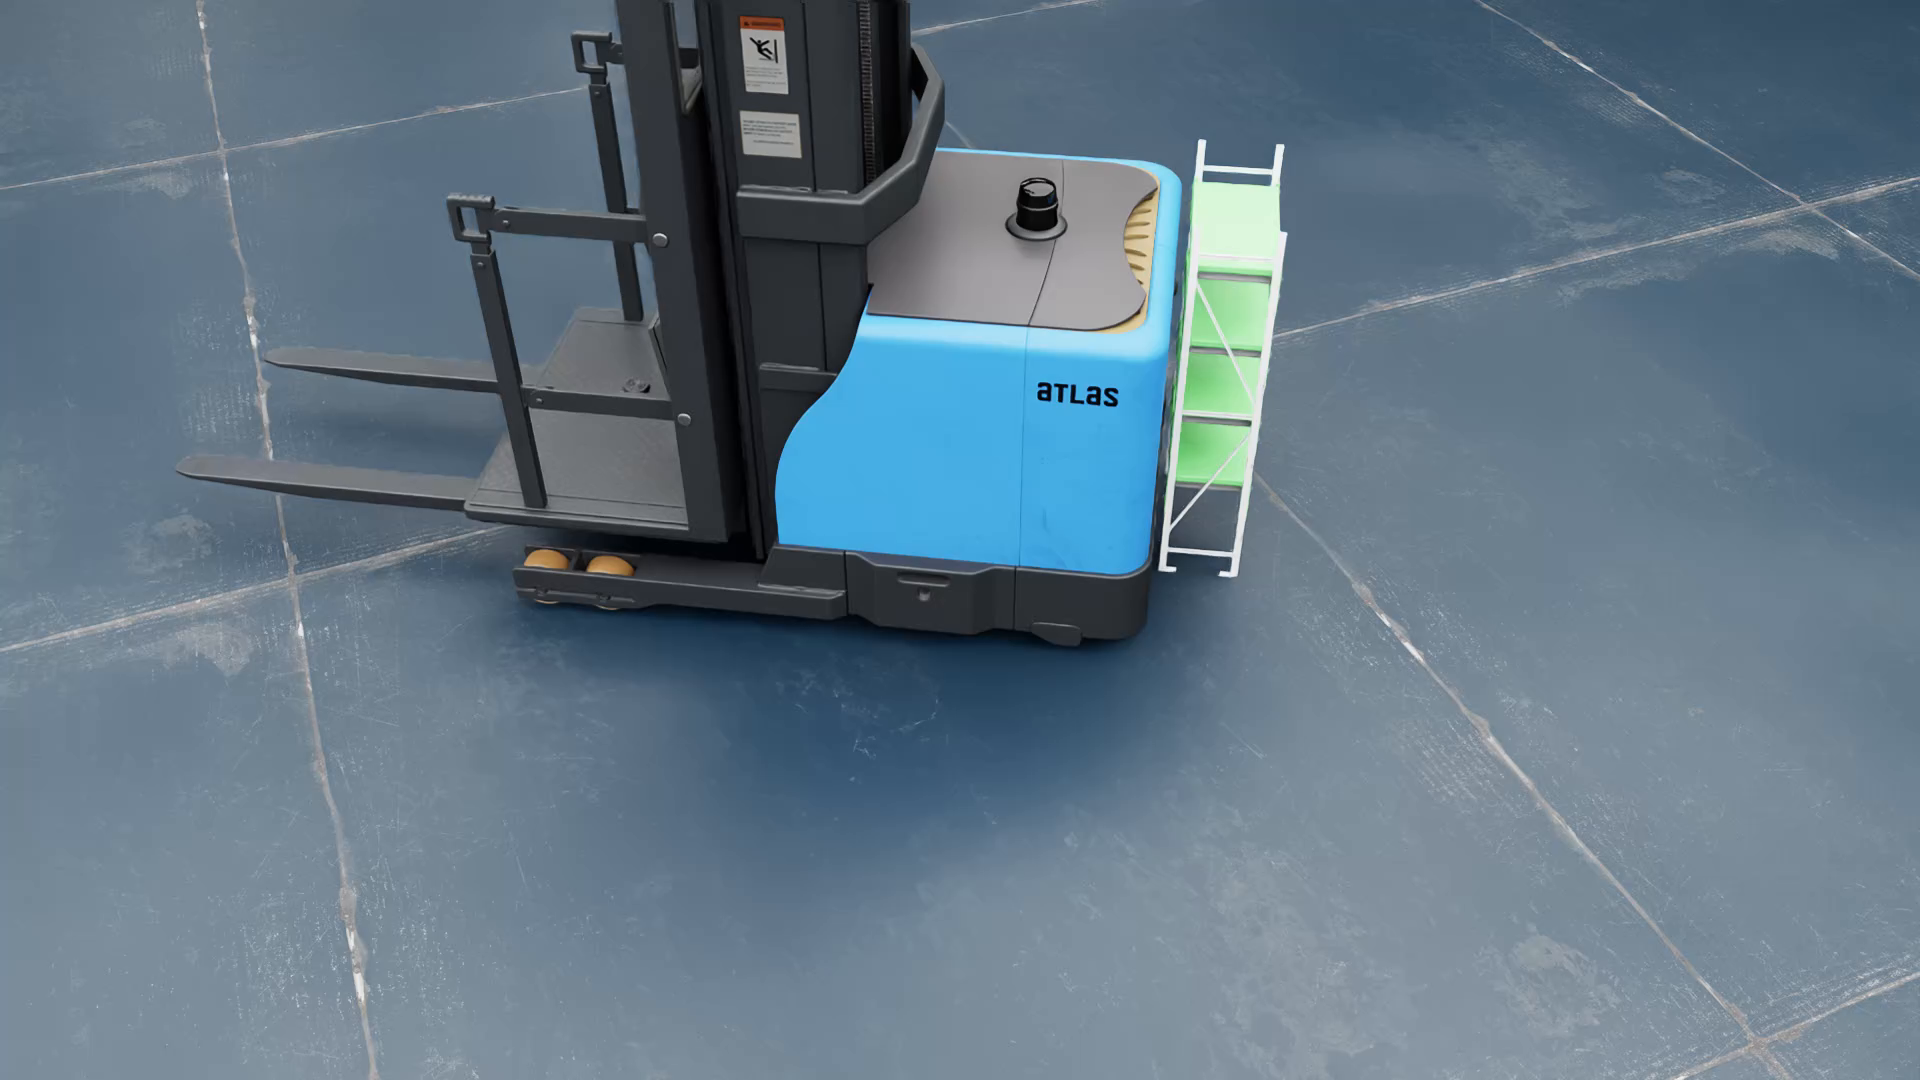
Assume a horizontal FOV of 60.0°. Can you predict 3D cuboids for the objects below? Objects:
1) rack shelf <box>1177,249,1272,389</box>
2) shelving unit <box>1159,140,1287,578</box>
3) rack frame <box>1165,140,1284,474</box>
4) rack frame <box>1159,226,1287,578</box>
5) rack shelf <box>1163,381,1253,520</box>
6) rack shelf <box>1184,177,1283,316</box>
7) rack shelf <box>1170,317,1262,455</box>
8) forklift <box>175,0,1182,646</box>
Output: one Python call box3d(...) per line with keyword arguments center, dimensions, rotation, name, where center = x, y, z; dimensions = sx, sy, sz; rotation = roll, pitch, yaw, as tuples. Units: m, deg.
box3d(center=(0.766, -0.645, 4.810), dimensions=(0.258, 0.148, 0.480), rotation=(5, 41, 6), name="rack shelf")
box3d(center=(0.766, -0.512, 4.925), dimensions=(0.258, 1.200, 0.503), rotation=(5, 41, 6), name="shelving unit")
box3d(center=(0.798, -0.670, 5.108), dimensions=(0.240, 1.200, 0.015), rotation=(5, 41, 6), name="rack frame")
box3d(center=(0.734, -0.354, 4.742), dimensions=(0.240, 1.200, 0.015), rotation=(5, 41, 6), name="rack frame")
box3d(center=(0.766, -0.282, 5.123), dimensions=(0.258, 0.148, 0.480), rotation=(5, 41, 6), name="rack shelf")
box3d(center=(0.766, -0.827, 4.654), dimensions=(0.258, 0.148, 0.480), rotation=(5, 41, 6), name="rack shelf")
box3d(center=(0.766, -0.463, 4.967), dimensions=(0.258, 0.148, 0.480), rotation=(5, 41, 6), name="rack shelf")
box3d(center=(-0.895, -1.236, 4.439), dimensions=(3.031, 2.935, 1.130), rotation=(5, 41, 6), name="forklift")
